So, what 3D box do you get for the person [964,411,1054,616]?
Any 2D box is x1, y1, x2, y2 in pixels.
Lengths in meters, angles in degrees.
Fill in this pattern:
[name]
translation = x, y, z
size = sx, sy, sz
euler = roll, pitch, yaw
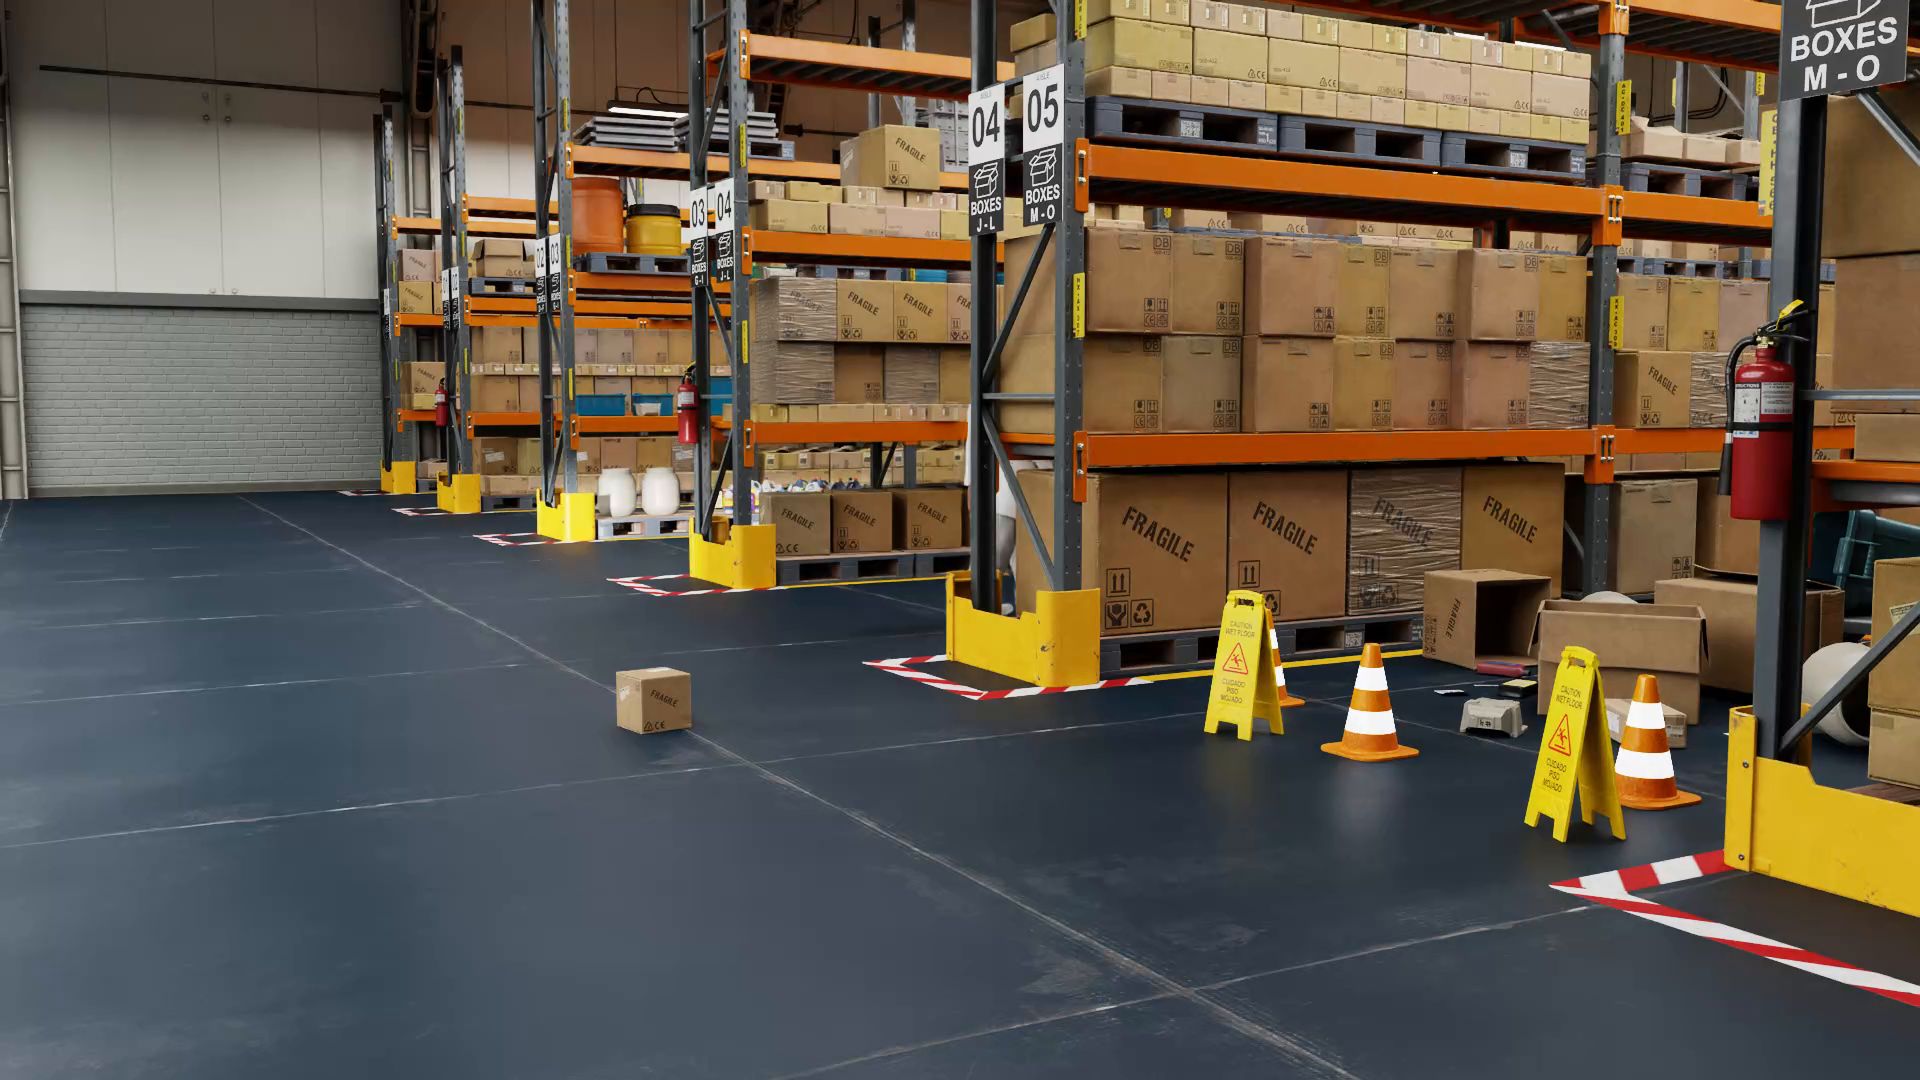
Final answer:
[person]
translation = 0.411, -0.373, 11.334
size = 1.034, 1.733, 0.584
euler = -4, 7, -42
